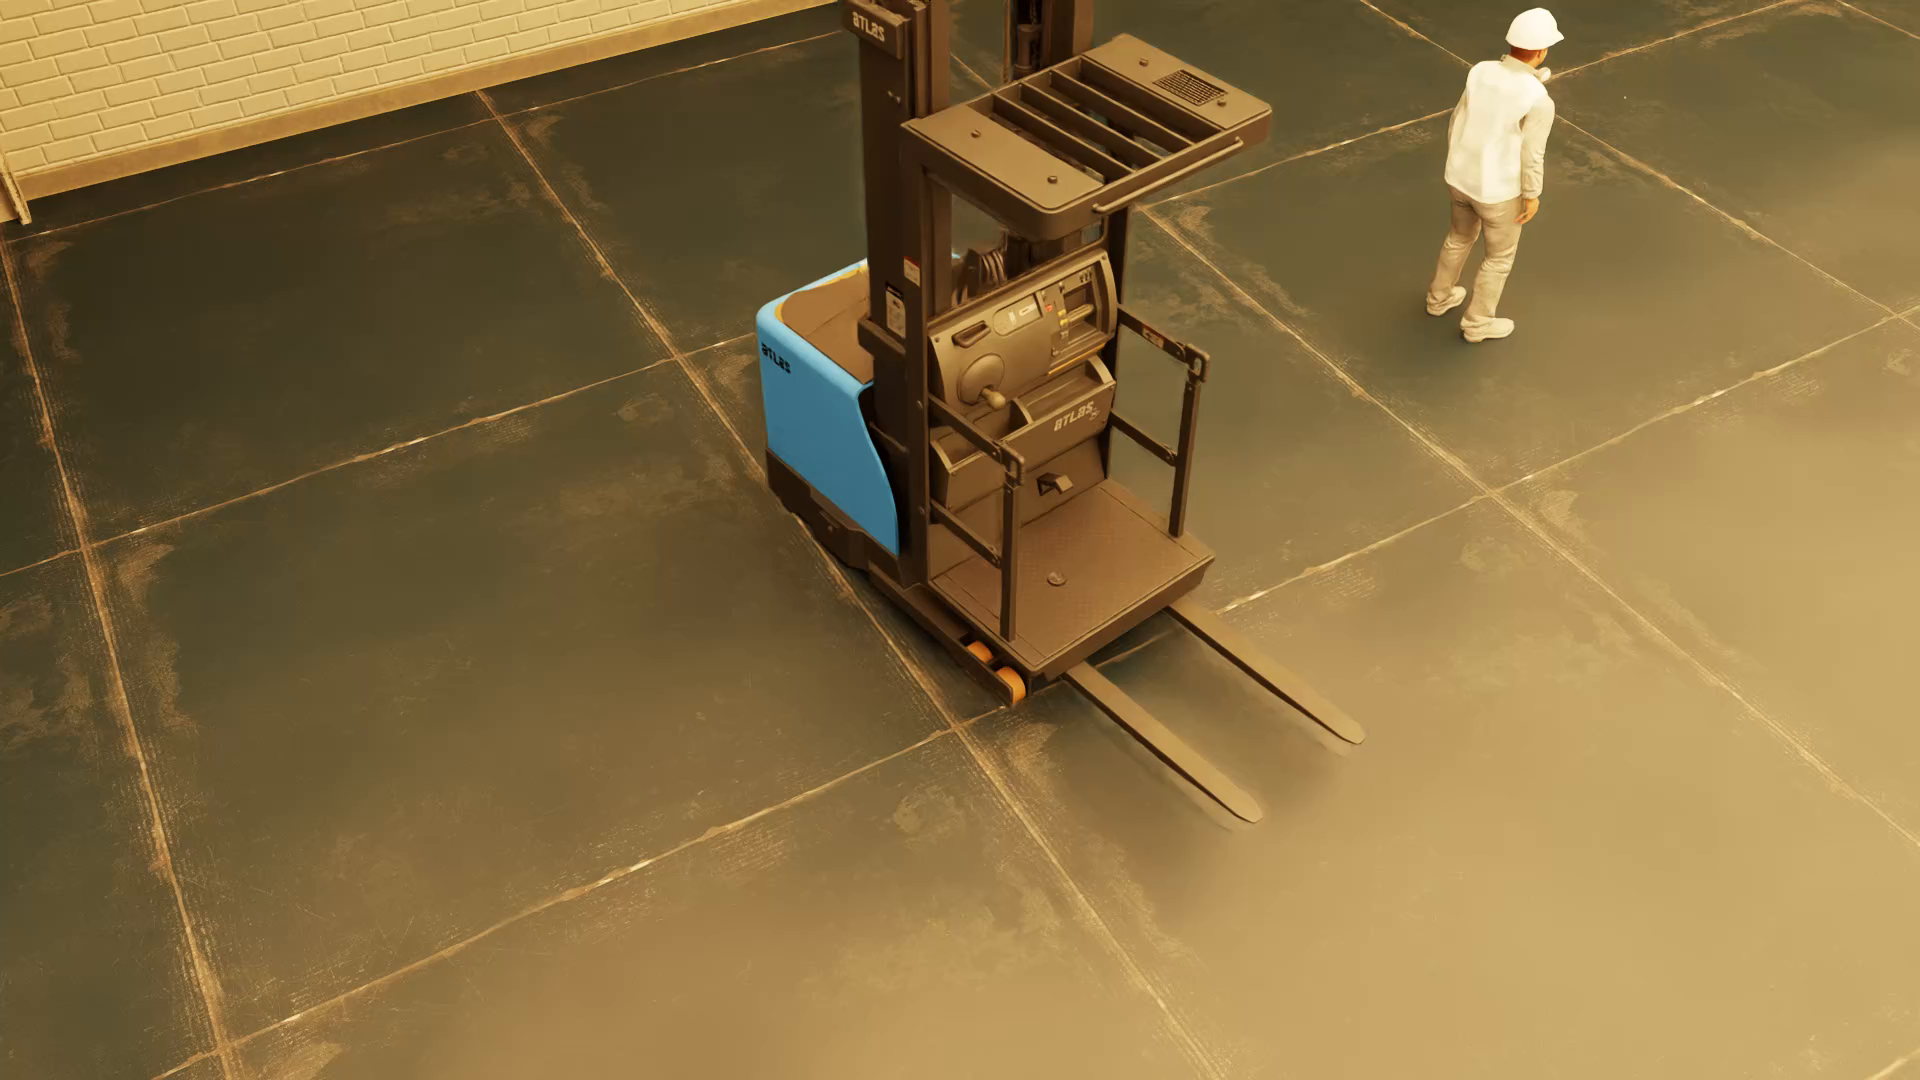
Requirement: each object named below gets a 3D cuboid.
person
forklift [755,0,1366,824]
[{"bbox_3d":[2.742,-1.865,8.564,0.462,1.770,0.581,-24,48,-24],"label":"person"},{"bbox_3d":[0.403,-0.760,6.518,1.130,2.935,3.031,-30,50,-28],"label":"forklift"}]
